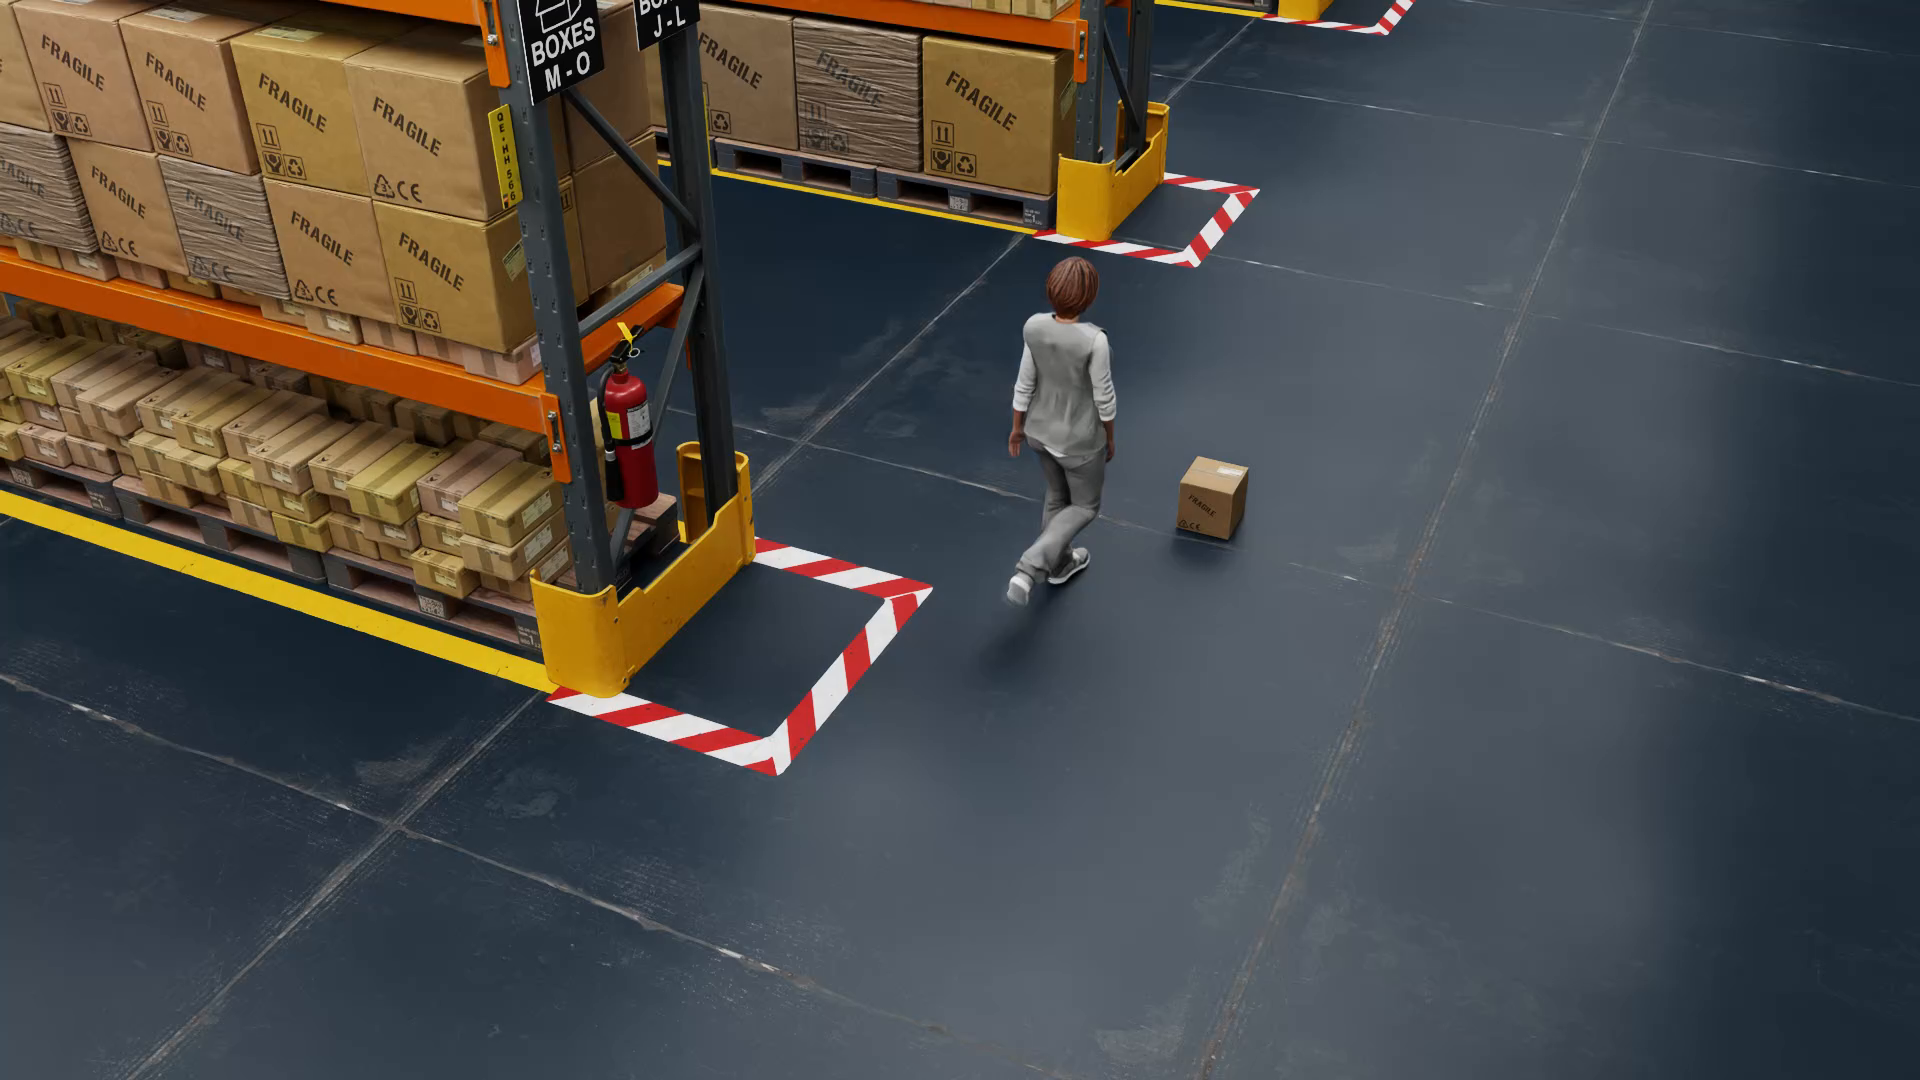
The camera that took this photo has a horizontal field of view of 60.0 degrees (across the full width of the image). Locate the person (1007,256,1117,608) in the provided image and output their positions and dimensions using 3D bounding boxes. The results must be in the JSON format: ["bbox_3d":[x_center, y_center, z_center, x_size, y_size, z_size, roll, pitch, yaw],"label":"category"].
[{"bbox_3d":[0.396,-0.402,6.737,0.451,1.571,0.676,27,42,34],"label":"person"}]
